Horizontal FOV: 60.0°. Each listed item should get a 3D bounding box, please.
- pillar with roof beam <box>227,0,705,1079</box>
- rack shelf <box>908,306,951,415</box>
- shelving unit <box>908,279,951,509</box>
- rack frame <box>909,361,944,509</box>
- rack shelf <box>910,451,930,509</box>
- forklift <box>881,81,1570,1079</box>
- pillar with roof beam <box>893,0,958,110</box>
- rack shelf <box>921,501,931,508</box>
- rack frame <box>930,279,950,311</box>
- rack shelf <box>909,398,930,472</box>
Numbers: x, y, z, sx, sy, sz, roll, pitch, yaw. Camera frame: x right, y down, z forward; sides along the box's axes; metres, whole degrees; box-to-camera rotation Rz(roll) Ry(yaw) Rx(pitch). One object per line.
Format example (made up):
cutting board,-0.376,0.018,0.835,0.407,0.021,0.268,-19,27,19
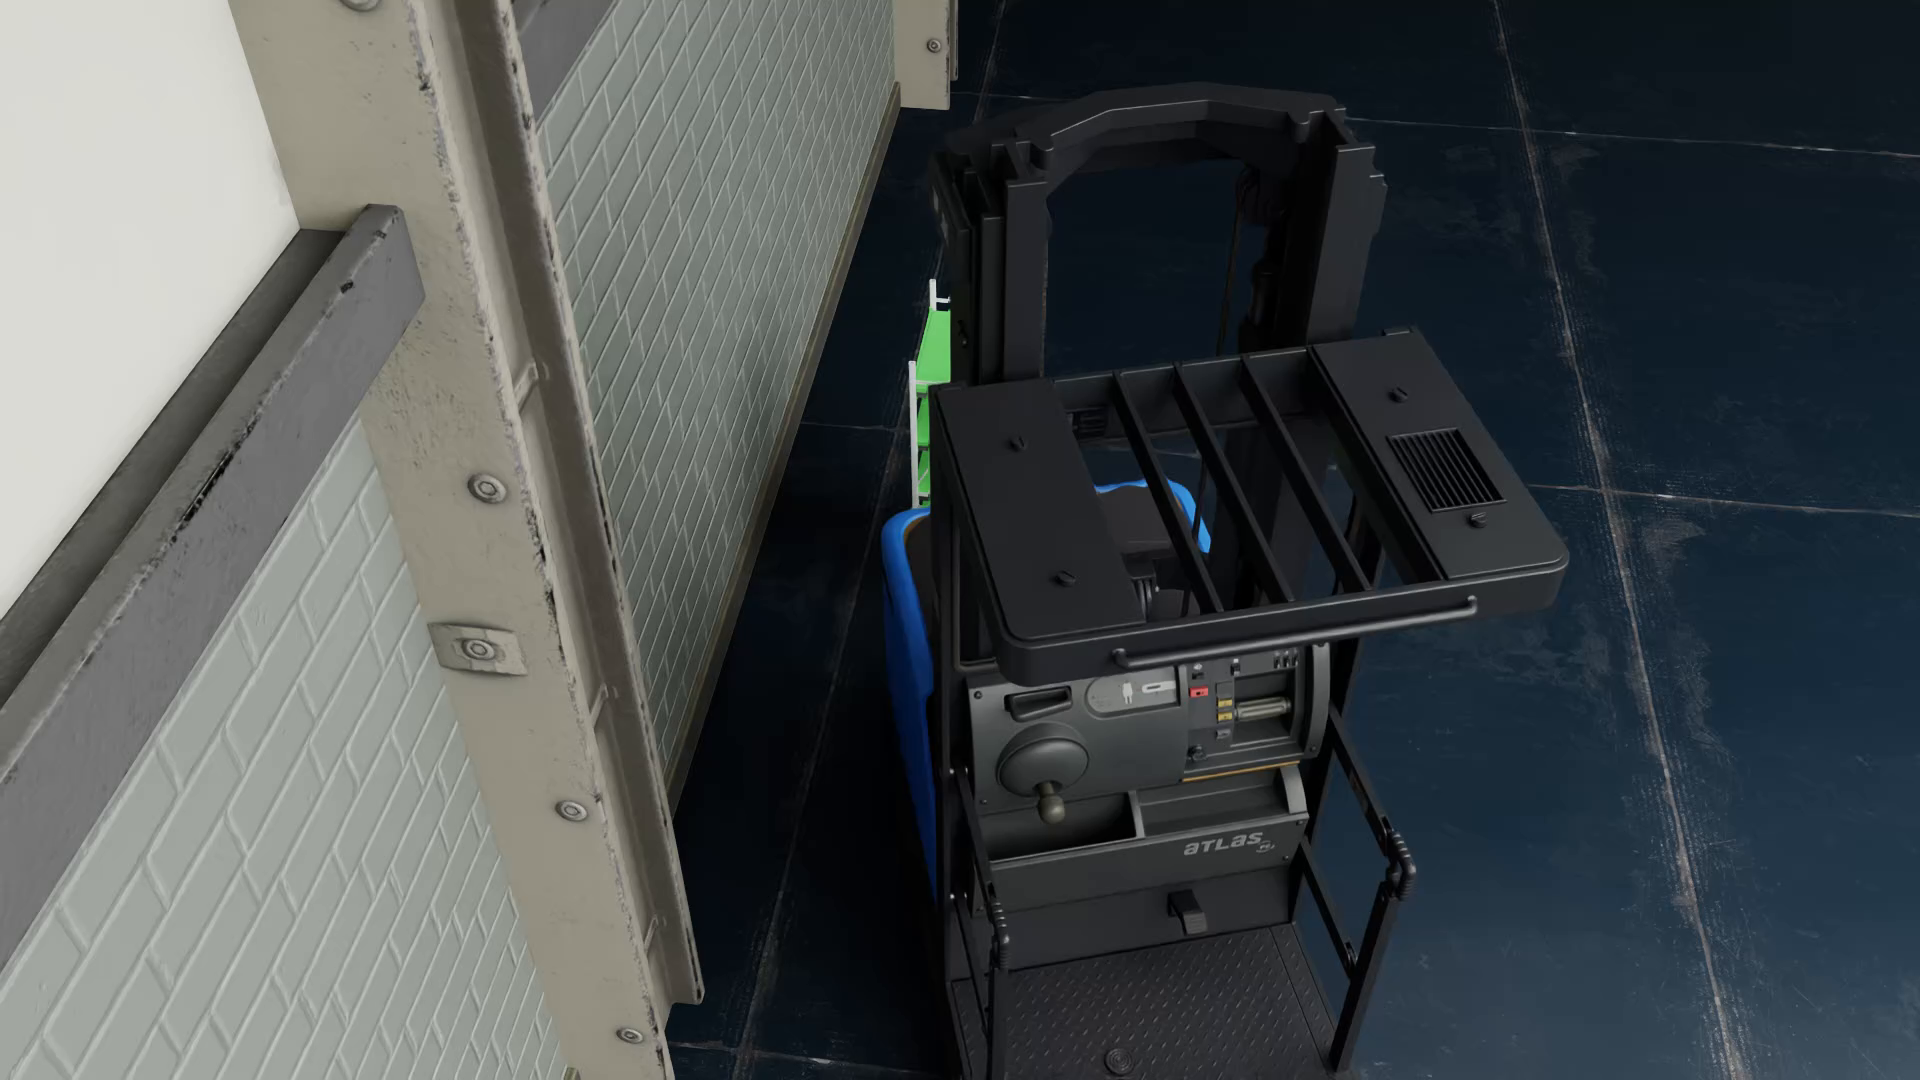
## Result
pillar with roof beam,3.284,-1.338,1.618,9.100,9.000,0.400,5,44,6
rack shelf,-0.022,-0.625,5.932,0.258,0.148,0.480,5,44,6
shelving unit,-0.022,-0.323,6.218,0.258,1.200,0.503,5,44,6
rack frame,-0.054,-0.157,6.043,0.240,1.200,0.015,5,44,6
rack shelf,-0.022,-0.276,6.262,0.258,0.148,0.480,5,44,6
forklift,0.525,0.556,4.031,1.130,2.935,3.031,-8,44,-8
pillar with roof beam,4.077,-5.427,5.937,9.100,9.000,0.400,5,44,6
rack shelf,-0.022,-0.102,6.427,0.258,0.148,0.480,5,44,6
rack frame,0.010,-0.489,6.394,0.240,1.200,0.015,5,44,6
rack shelf,-0.022,-0.451,6.097,0.258,0.148,0.480,5,44,6
